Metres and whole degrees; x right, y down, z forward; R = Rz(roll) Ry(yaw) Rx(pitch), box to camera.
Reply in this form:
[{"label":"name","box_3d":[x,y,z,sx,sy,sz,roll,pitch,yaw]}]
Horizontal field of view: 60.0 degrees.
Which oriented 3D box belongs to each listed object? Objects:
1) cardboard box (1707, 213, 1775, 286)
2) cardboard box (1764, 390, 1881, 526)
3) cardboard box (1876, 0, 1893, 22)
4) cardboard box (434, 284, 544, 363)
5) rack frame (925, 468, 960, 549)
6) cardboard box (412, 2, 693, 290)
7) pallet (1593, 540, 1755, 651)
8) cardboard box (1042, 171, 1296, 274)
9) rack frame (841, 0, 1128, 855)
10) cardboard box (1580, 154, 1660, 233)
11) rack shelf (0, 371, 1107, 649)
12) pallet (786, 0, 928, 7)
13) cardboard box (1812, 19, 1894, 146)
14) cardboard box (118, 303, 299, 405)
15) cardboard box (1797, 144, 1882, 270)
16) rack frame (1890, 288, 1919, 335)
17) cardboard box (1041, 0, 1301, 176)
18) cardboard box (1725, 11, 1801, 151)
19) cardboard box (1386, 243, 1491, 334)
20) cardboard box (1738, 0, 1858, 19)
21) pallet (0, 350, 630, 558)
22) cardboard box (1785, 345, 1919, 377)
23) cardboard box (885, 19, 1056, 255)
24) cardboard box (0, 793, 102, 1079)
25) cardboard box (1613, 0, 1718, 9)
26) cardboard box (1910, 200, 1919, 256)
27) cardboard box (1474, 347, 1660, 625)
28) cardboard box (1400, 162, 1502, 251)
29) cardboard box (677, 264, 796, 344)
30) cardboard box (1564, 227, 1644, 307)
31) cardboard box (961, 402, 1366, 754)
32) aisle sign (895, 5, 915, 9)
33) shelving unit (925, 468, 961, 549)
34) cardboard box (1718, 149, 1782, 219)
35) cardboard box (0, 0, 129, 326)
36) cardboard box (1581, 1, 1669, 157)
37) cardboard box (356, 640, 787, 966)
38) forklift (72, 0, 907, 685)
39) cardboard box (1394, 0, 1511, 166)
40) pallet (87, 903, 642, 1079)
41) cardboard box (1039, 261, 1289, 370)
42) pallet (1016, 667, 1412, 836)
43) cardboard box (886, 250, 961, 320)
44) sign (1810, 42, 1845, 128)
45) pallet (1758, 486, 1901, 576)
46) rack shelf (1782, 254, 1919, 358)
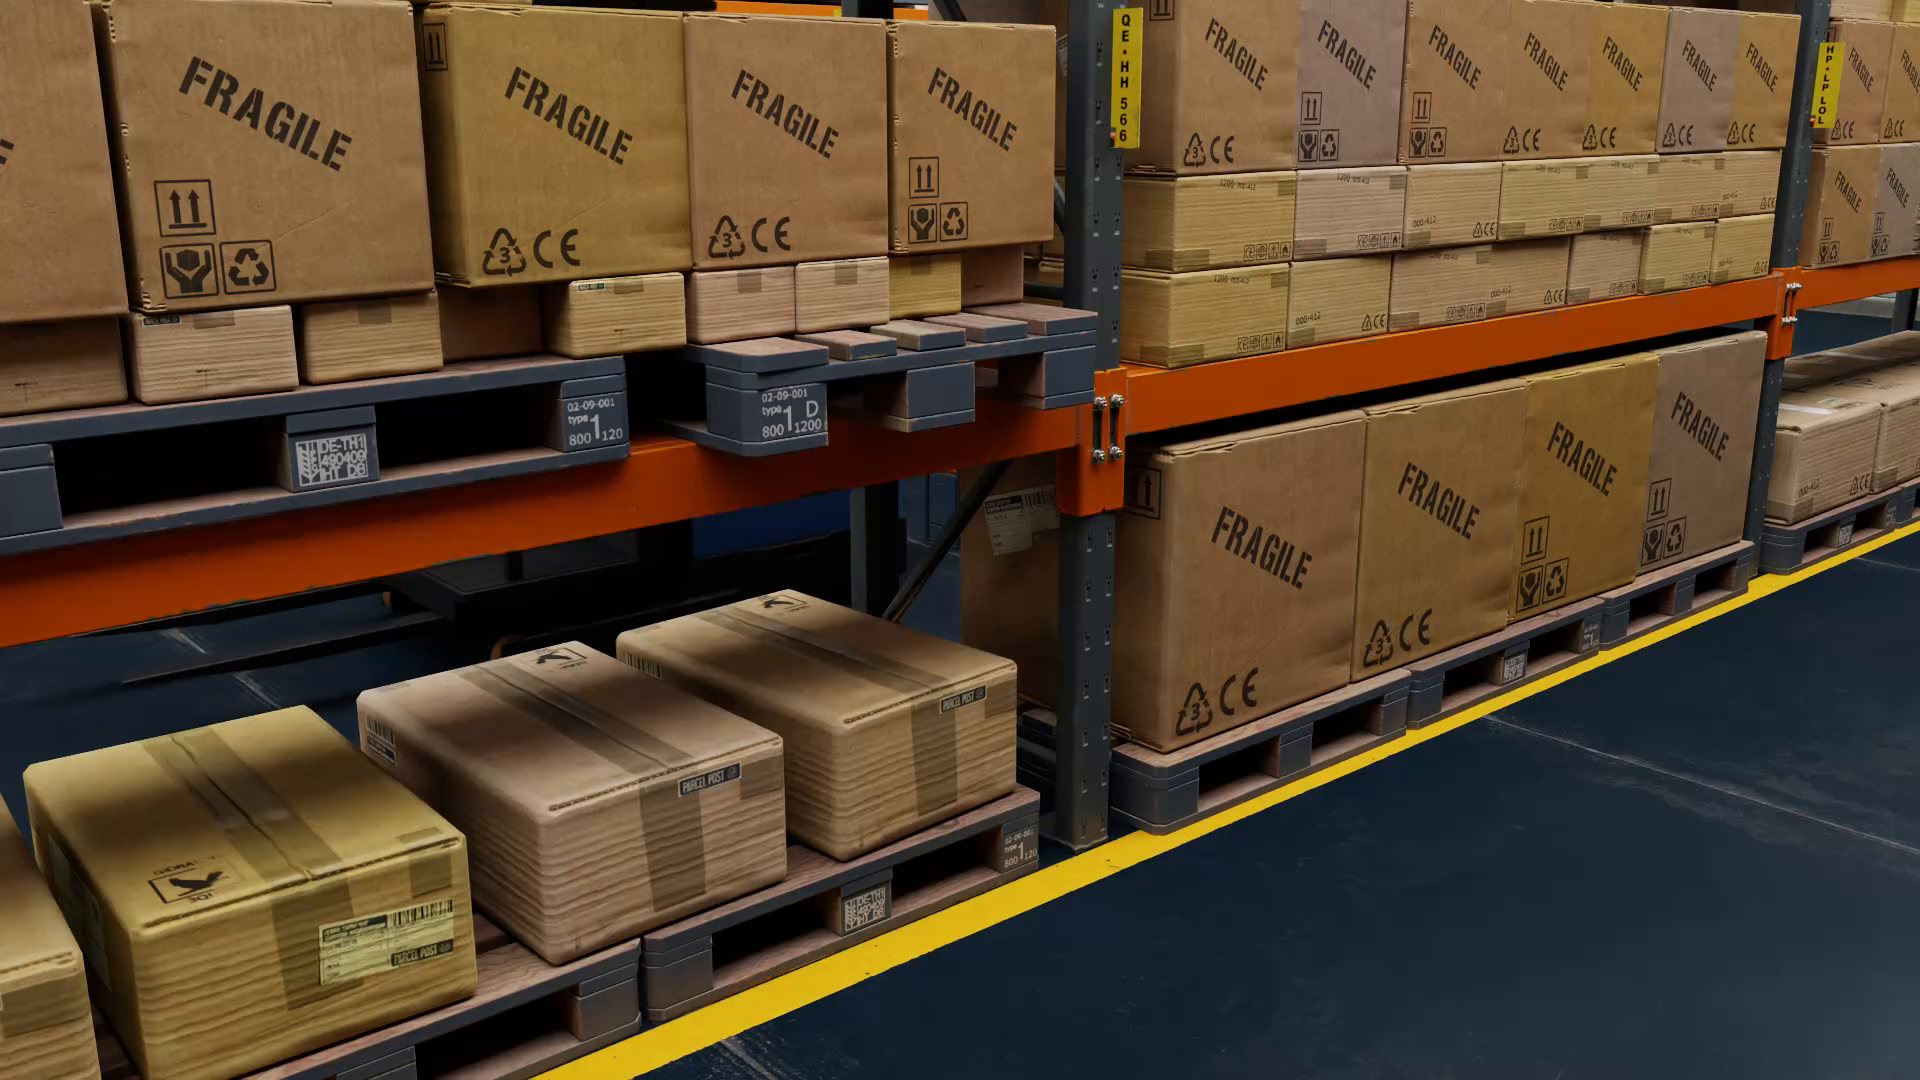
[{"label":"cardboard box","box_3d":[2.881,-1.178,6.640,0.500,0.250,0.500,-13,20,-41]},{"label":"cardboard box","box_3d":[3.598,-0.426,7.685,0.875,0.438,0.875,-13,20,-40]},{"label":"cardboard box","box_3d":[3.811,-2.322,7.241,0.250,0.149,0.380,-13,20,-40]},{"label":"cardboard box","box_3d":[-1.038,-0.459,3.329,0.250,0.149,0.380,-12,19,-39]},{"label":"rack frame","box_3d":[-0.080,-0.562,7.528,0.006,1.200,0.240,-13,19,-39]},{"label":"cardboard box","box_3d":[-0.887,-0.787,3.298,0.500,0.500,0.500,-14,21,-43]},{"label":"pallet","box_3d":[2.521,0.117,6.904,1.213,0.211,1.003,-13,19,-39]},{"label":"cardboard box","box_3d":[0.581,-0.905,4.648,0.500,0.250,0.500,-13,20,-40]},{"label":"rack frame","box_3d":[0.037,-0.698,4.552,0.127,3.000,1.000,-13,19,-39]},{"label":"cardboard box","box_3d":[2.122,-1.248,5.931,0.500,0.250,0.500,-12,19,-38]},{"label":"rack shelf","box_3d":[-1.472,-0.012,3.376,4.000,0.370,1.077,-13,19,-39]},{"label":"pallet","box_3d":[-0.986,-5.261,15.994,1.213,0.211,1.003,-13,19,-39]},{"label":"cardboard box","box_3d":[3.572,-1.941,7.072,0.500,0.500,0.500,-12,19,-39]},{"label":"cardboard box","box_3d":[-1.355,-0.350,2.920,0.250,0.149,0.380,-12,19,-37]},{"label":"cardboard box","box_3d":[3.580,-1.453,7.182,0.500,0.500,0.500,-12,19,-38]},{"label":"rack frame","box_3d":[6.072,-2.053,9.625,0.127,3.000,1.000,-13,19,-39]},{"label":"cardboard box","box_3d":[0.569,-1.266,4.544,0.500,0.500,0.500,-14,20,-41]},{"label":"cardboard box","box_3d":[2.882,-1.783,6.480,0.500,0.500,0.500,-12,19,-38]},{"label":"cardboard box","box_3d":[1.346,-0.838,5.365,0.500,0.250,0.500,-12,19,-38]},{"label":"cardboard box","box_3d":[3.463,-2.224,6.874,0.250,0.149,0.380,-13,20,-40]},{"label":"pallet","box_3d":[-1.430,-0.262,3.291,1.213,0.211,1.003,-13,19,-39]},{"label":"cardboard box","box_3d":[4.955,-0.731,8.824,0.875,0.438,0.875,-12,19,-38]},{"label":"cardboard box","box_3d":[-0.124,-0.962,3.955,0.500,0.500,0.500,-13,20,-41]},{"label":"cardboard box","box_3d":[-2.047,0.834,3.093,0.625,0.372,0.950,-11,19,-36]},{"label":"cardboard box","box_3d":[3.077,-2.335,7.290,0.250,0.149,0.380,-13,20,-40]},{"label":"cardboard box","box_3d":[4.342,-1.620,7.809,0.500,0.500,0.500,-12,19,-39]},{"label":"cardboard box","box_3d":[1.963,-0.277,6.278,0.875,0.875,0.875,-12,19,-38]},{"label":"cardboard box","box_3d":[1.356,-1.074,5.282,0.500,0.250,0.500,-13,20,-40]},{"label":"cardboard box","box_3d":[-0.567,-0.526,3.581,0.250,0.149,0.380,-14,20,-42]},{"label":"cardboard box","box_3d":[2.103,-1.011,6.011,0.500,0.250,0.500,-13,20,-41]},{"label":"cardboard box","box_3d":[0.612,0.025,5.149,0.875,0.875,0.875,-13,20,-40]},{"label":"aisle sign","box_3d":[-0.576,-5.309,16.777,0.004,0.787,0.394,-13,19,-39]},{"label":"shelving unit","box_3d":[-0.011,-0.577,7.586,0.189,1.200,0.258,-13,19,-39]},{"label":"cardboard box","box_3d":[2.881,-1.423,6.586,0.500,0.250,0.500,-13,20,-39]},{"label":"cardboard box","box_3d":[-1.680,-0.605,2.619,0.500,0.500,0.500,-13,20,-40]},{"label":"cardboard box","box_3d":[2.101,-1.612,5.839,0.500,0.500,0.500,-12,19,-38]},{"label":"cardboard box","box_3d":[-0.948,0.589,4.012,0.625,0.372,0.950,-13,20,-40]},{"label":"forklift","box_3d":[-1.678,-1.070,6.075,3.031,2.935,1.130,-12,19,-38]},{"label":"cardboard box","box_3d":[1.337,-1.436,5.183,0.500,0.500,0.500,-12,19,-38]},{"label":"pallet","box_3d":[-1.474,0.987,3.647,1.213,0.211,1.003,-13,19,-39]},{"label":"cardboard box","box_3d":[0.571,-0.660,4.698,0.500,0.250,0.500,-13,20,-40]},{"label":"pallet","box_3d":[0.681,0.530,5.357,1.213,0.211,1.003,-13,19,-39]},{"label":"cardboard box","box_3d":[-0.211,-0.619,3.928,0.250,0.149,0.380,-12,19,-39]},{"label":"sign","box_3d":[3.418,-1.793,6.560,0.005,0.325,0.100,-13,19,-39]},{"label":"pallet","box_3d":[3.679,-0.142,7.874,1.213,0.211,1.003,-13,19,-39]},{"label":"rack shelf","box_3d":[4.563,-1.367,8.450,4.000,0.370,1.077,-13,19,-39]}]
